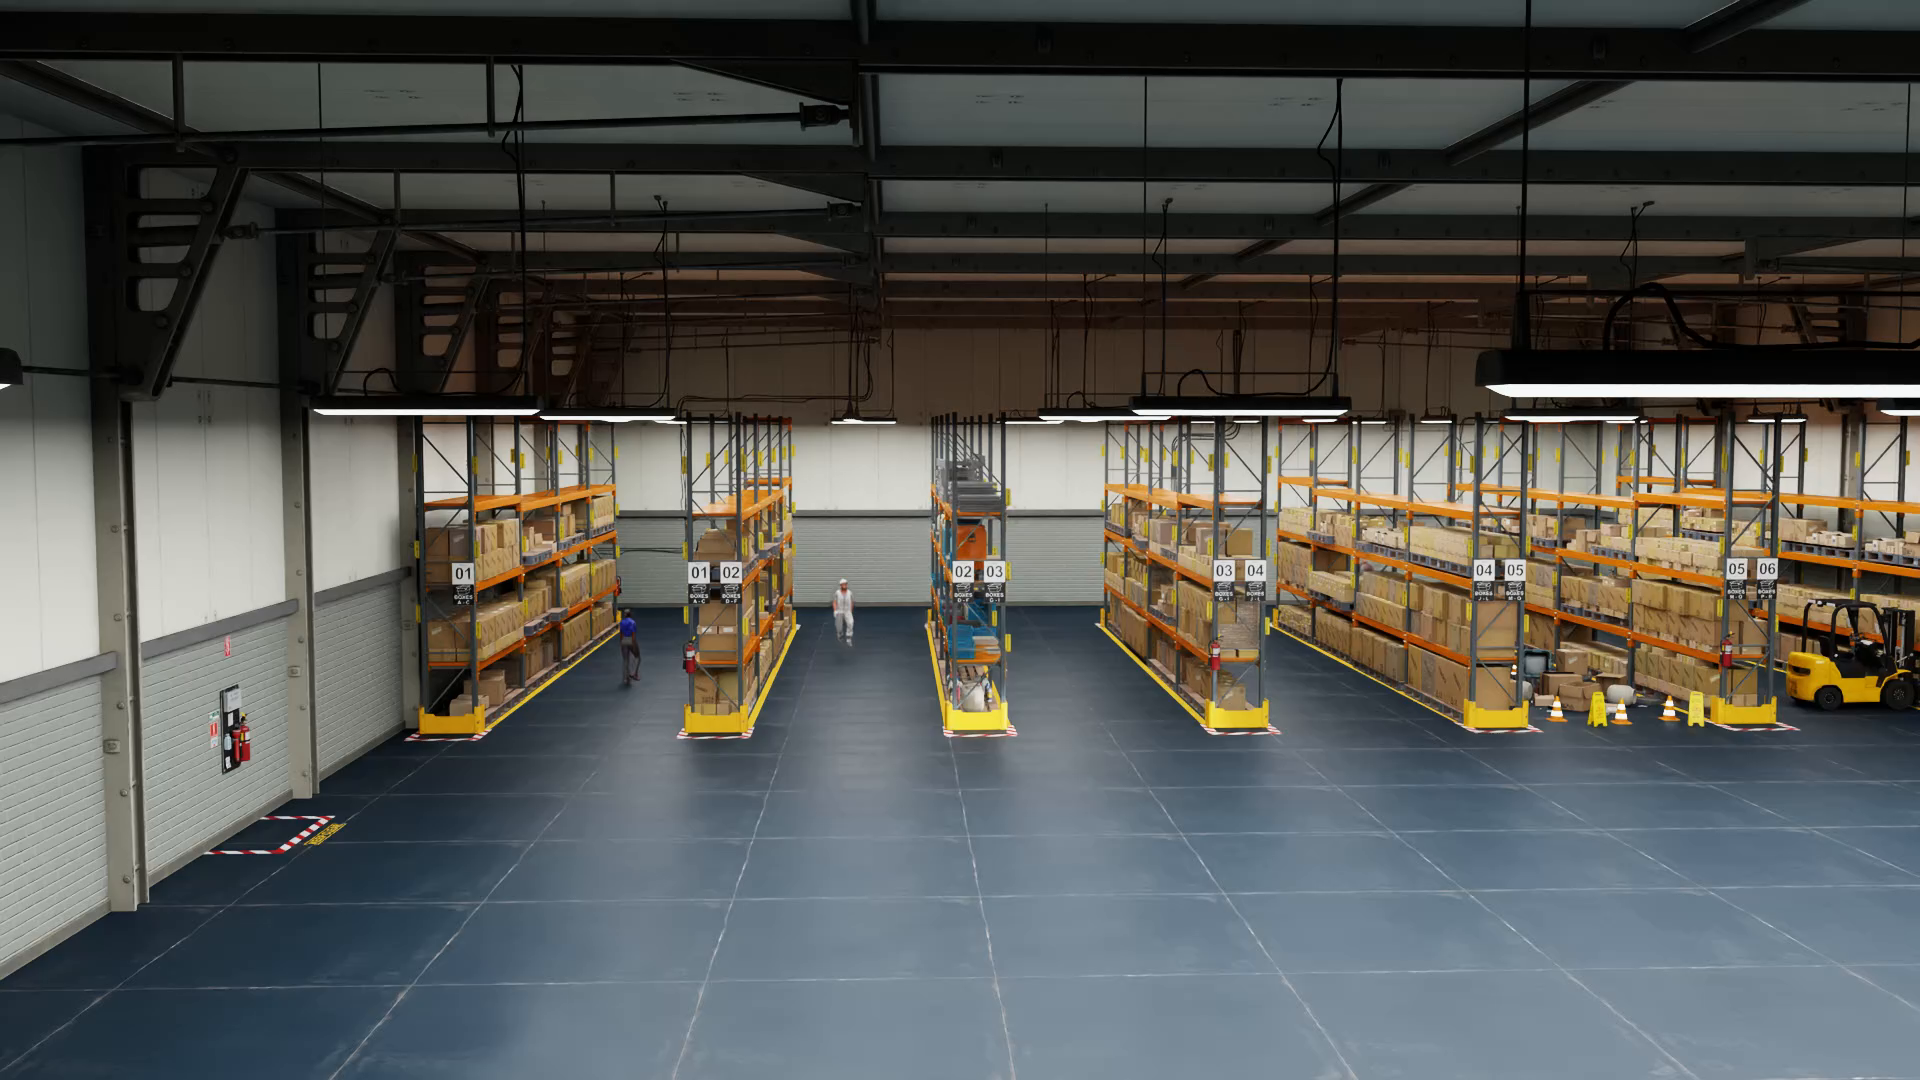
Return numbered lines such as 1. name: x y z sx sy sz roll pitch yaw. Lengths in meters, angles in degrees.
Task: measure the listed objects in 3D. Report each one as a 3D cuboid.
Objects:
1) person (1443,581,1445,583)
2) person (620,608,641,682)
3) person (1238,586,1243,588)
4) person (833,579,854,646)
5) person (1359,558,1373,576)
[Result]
1. person: 14.574 1.493 49.345 0.964 1.742 0.540 -1 4 -7
2. person: -7.427 2.361 37.293 0.474 1.657 0.518 1 4 9
3. person: 8.009 1.702 47.834 0.583 1.499 0.792 1 4 9
4. person: -2.908 1.802 41.396 0.525 1.653 1.063 0 4 -7
5. person: 12.517 1.342 51.363 0.940 1.747 0.578 -3 5 -35
